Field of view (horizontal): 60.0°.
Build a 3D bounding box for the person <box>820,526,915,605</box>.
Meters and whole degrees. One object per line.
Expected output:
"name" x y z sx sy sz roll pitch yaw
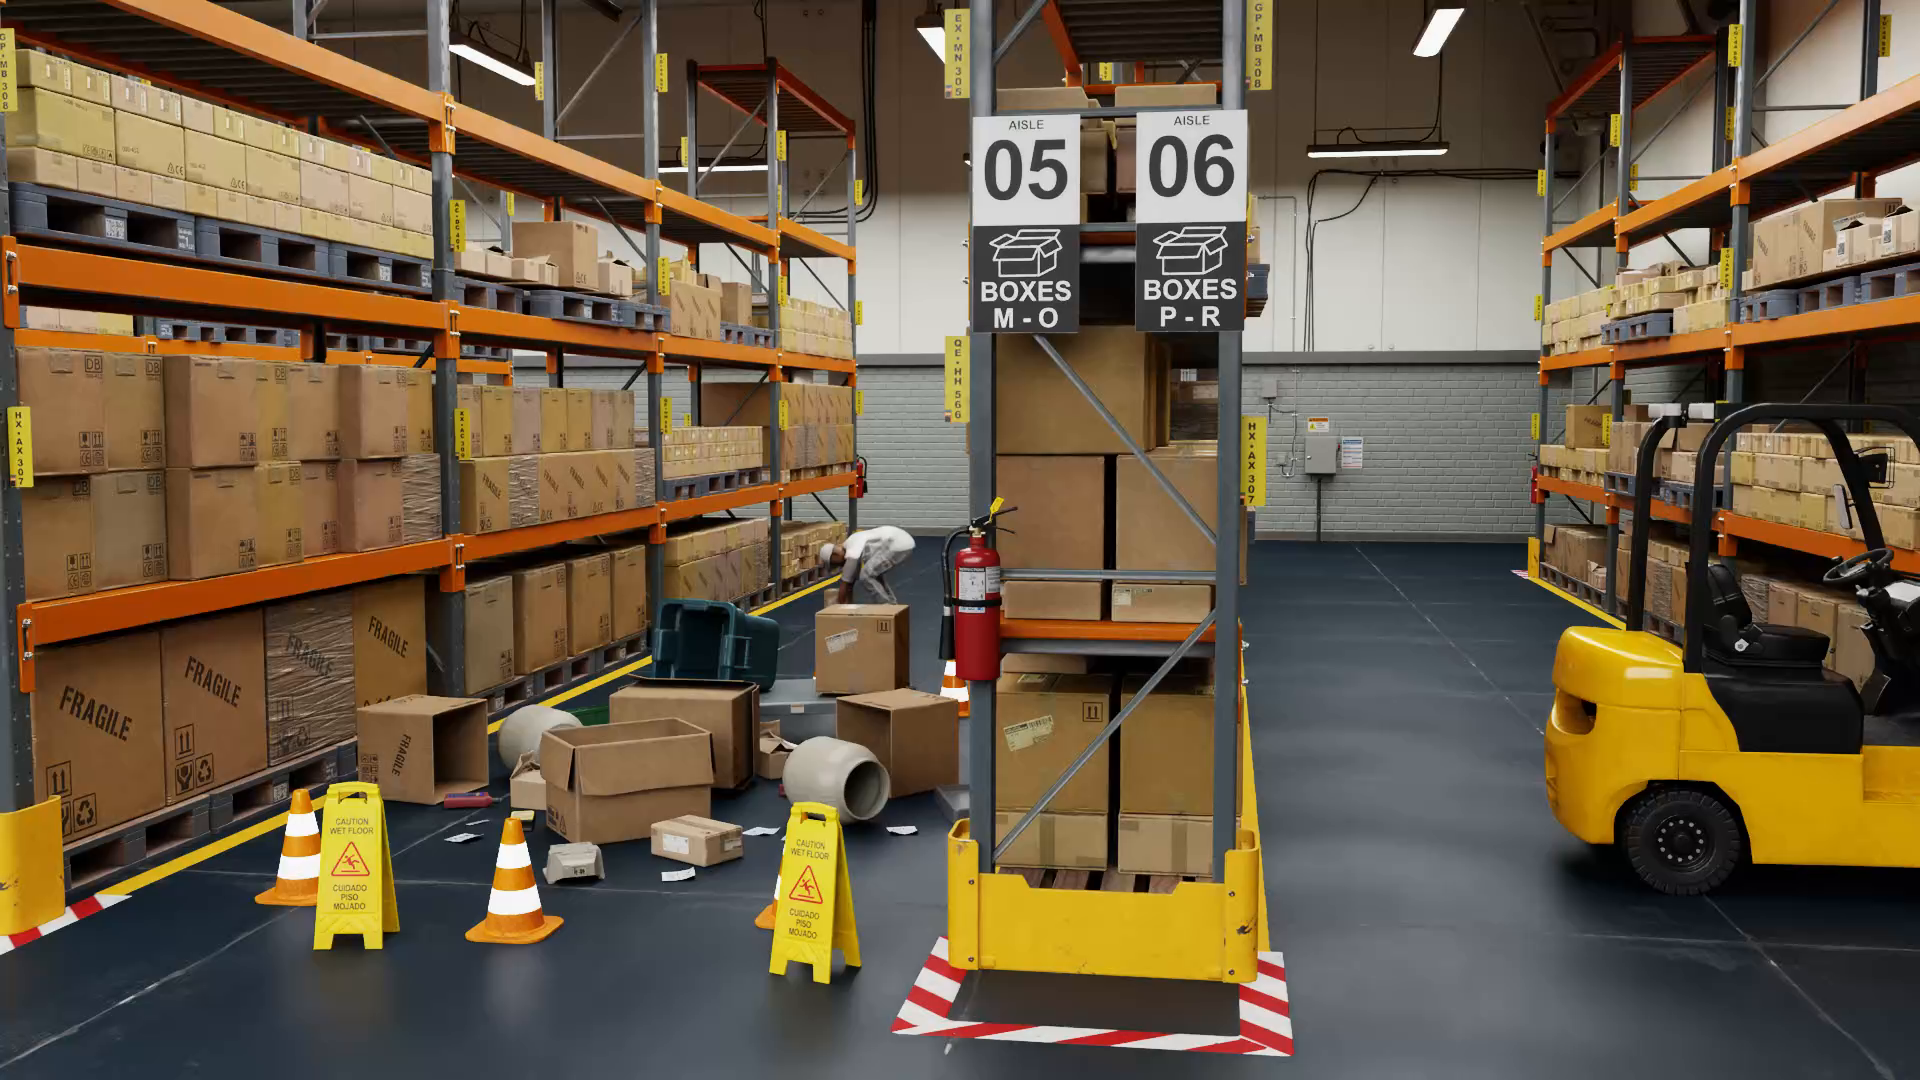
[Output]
"person" -0.954 0.330 17.091 0.982 0.945 0.524 0 4 6
